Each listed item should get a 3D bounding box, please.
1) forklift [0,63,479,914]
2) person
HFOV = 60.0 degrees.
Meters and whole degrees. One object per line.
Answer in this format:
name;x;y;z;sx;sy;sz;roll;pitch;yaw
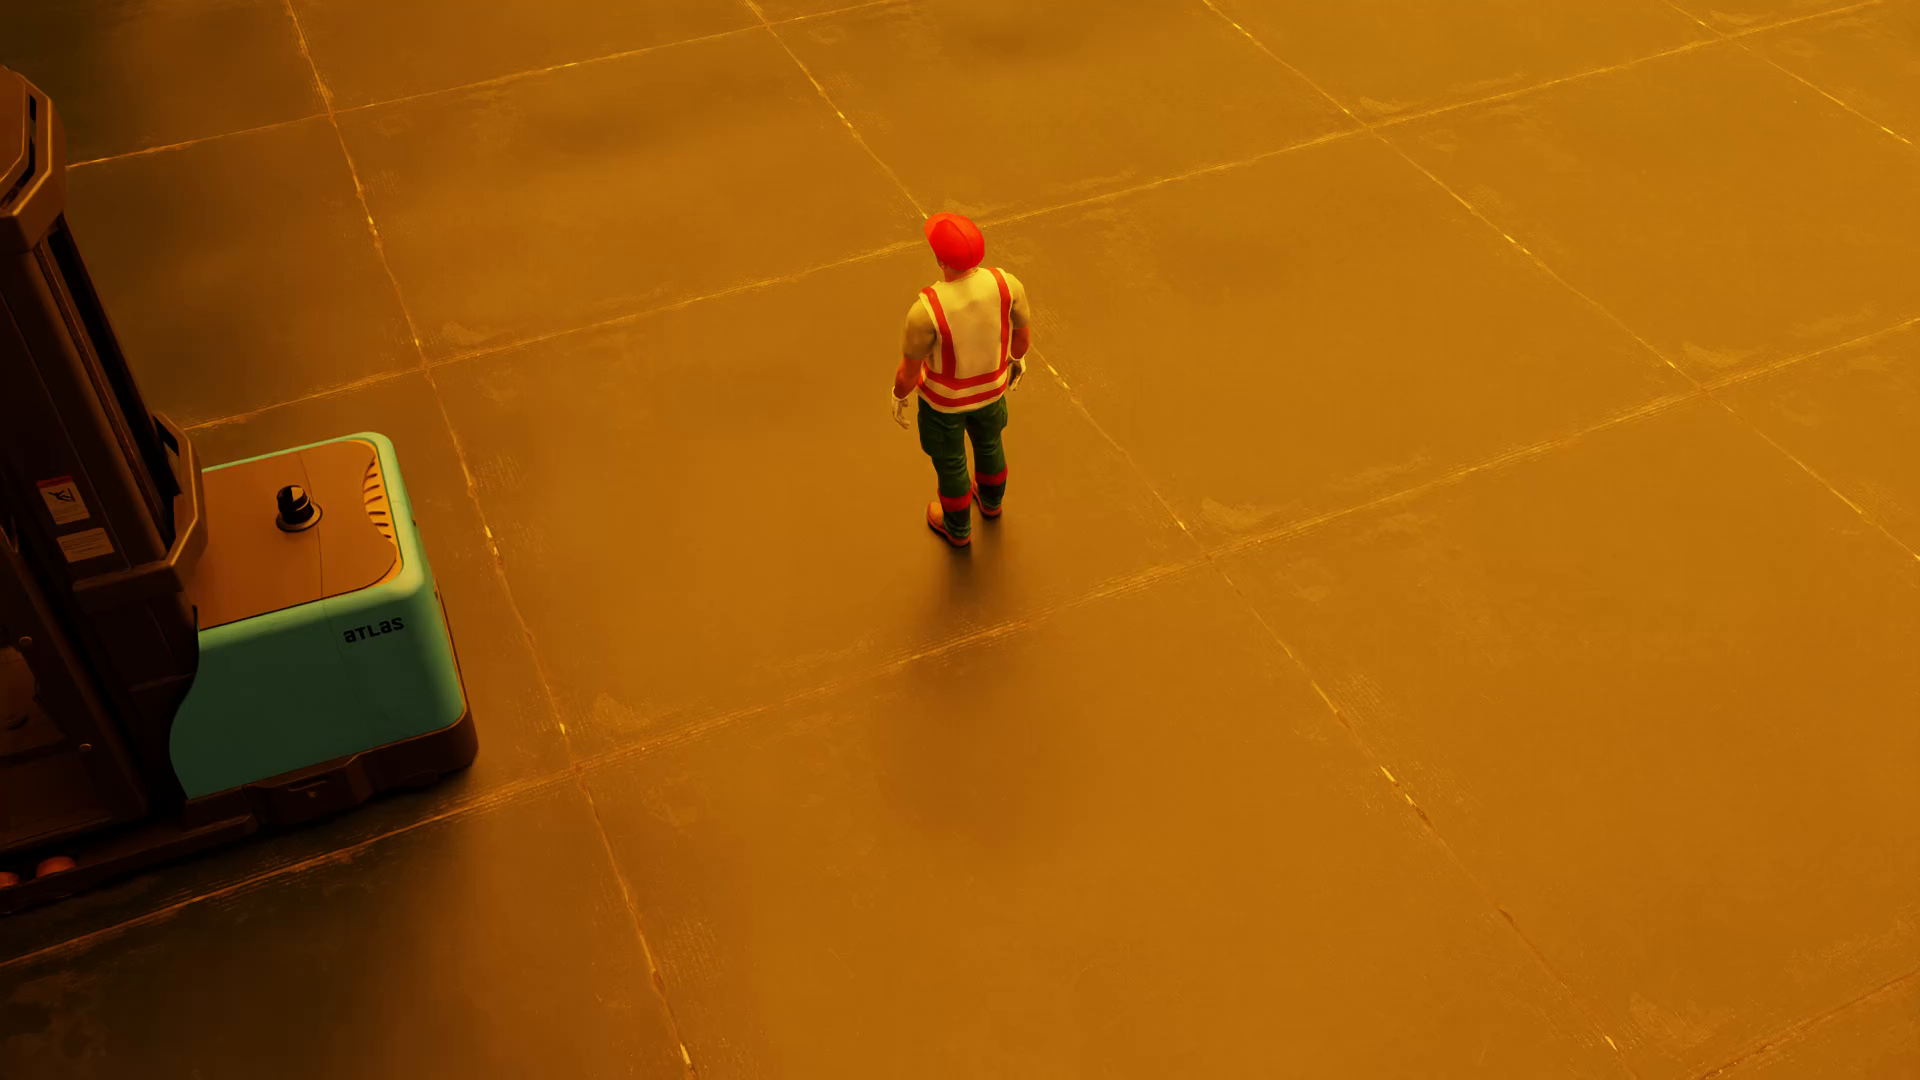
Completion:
forklift;-3.540;-0.065;5.750;3.031;2.935;1.130;-15;45;-16
person;-0.024;-0.712;7.270;0.638;1.789;0.562;-18;46;-18
